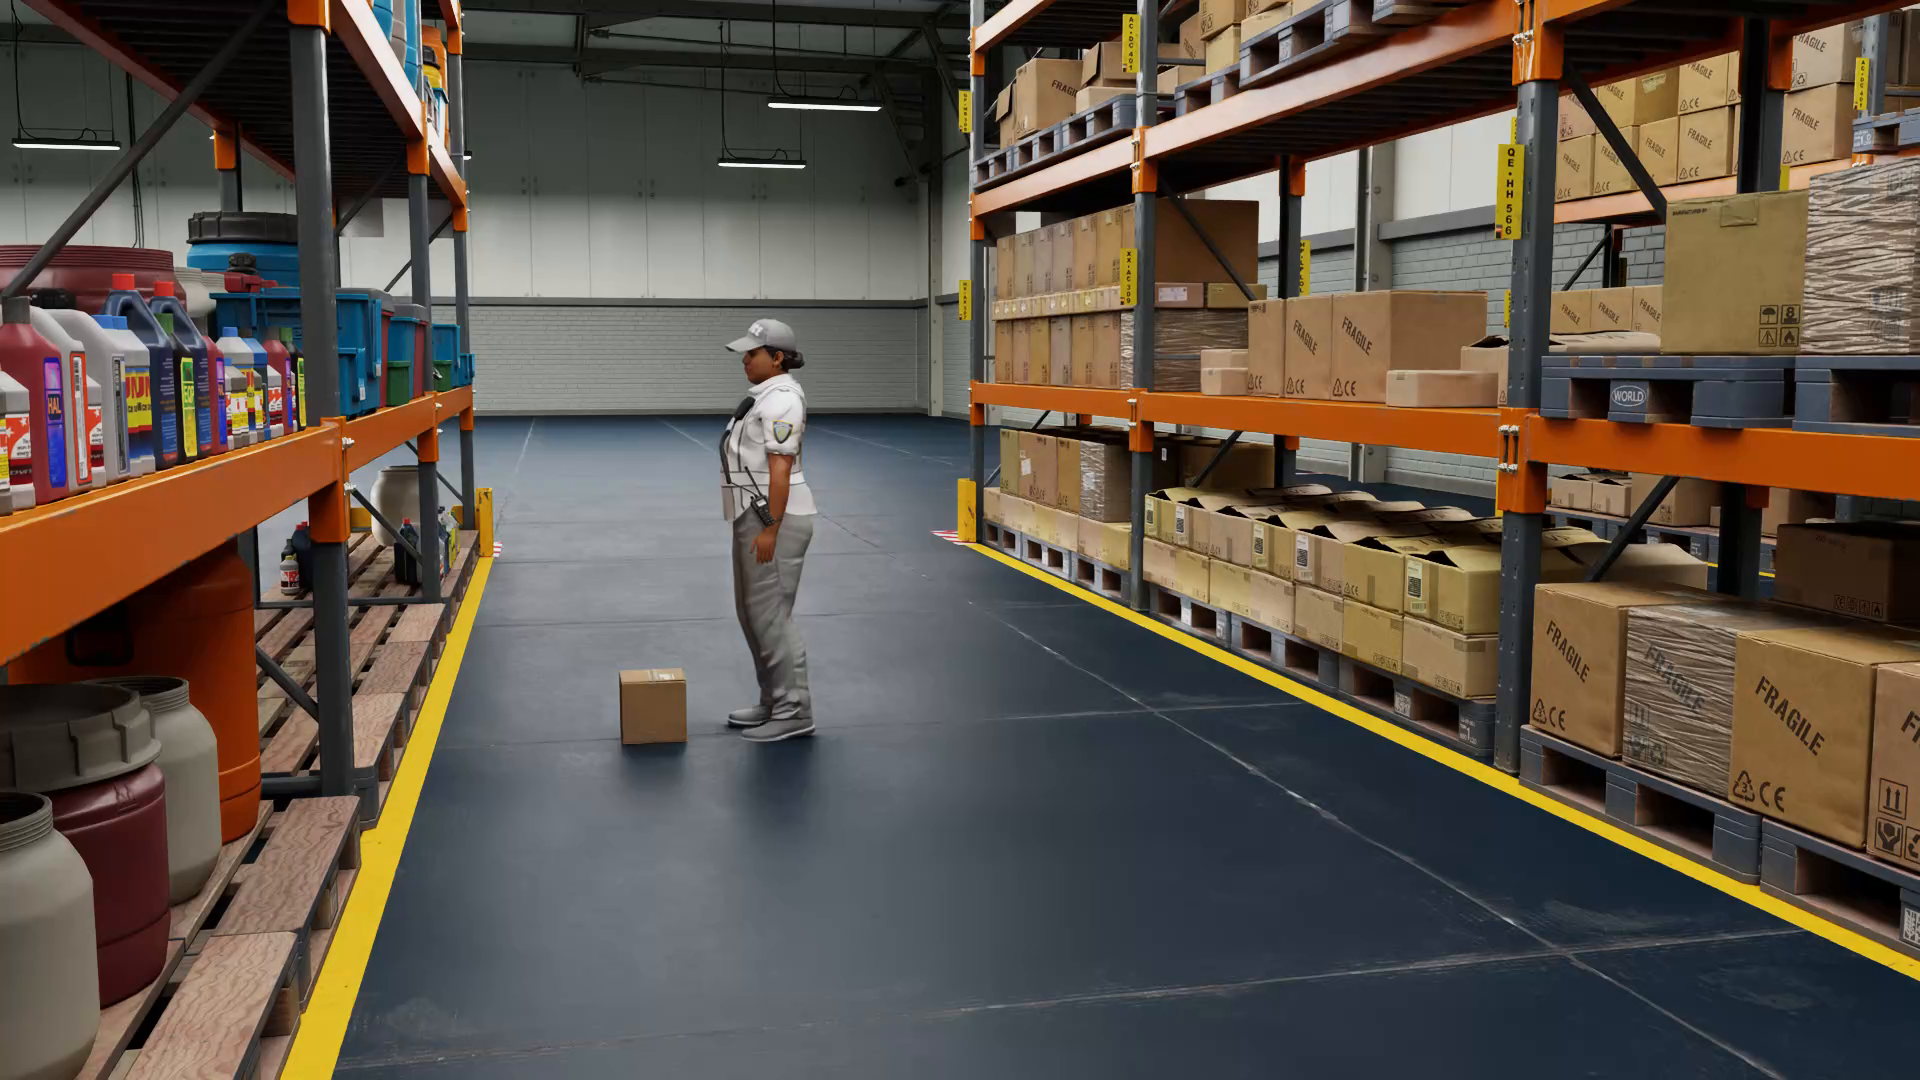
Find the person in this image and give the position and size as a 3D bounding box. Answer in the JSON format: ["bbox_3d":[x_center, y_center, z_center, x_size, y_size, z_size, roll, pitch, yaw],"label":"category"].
[{"bbox_3d":[-0.771,-0.043,6.647,0.390,1.669,0.467,-1,6,-12],"label":"person"}]
